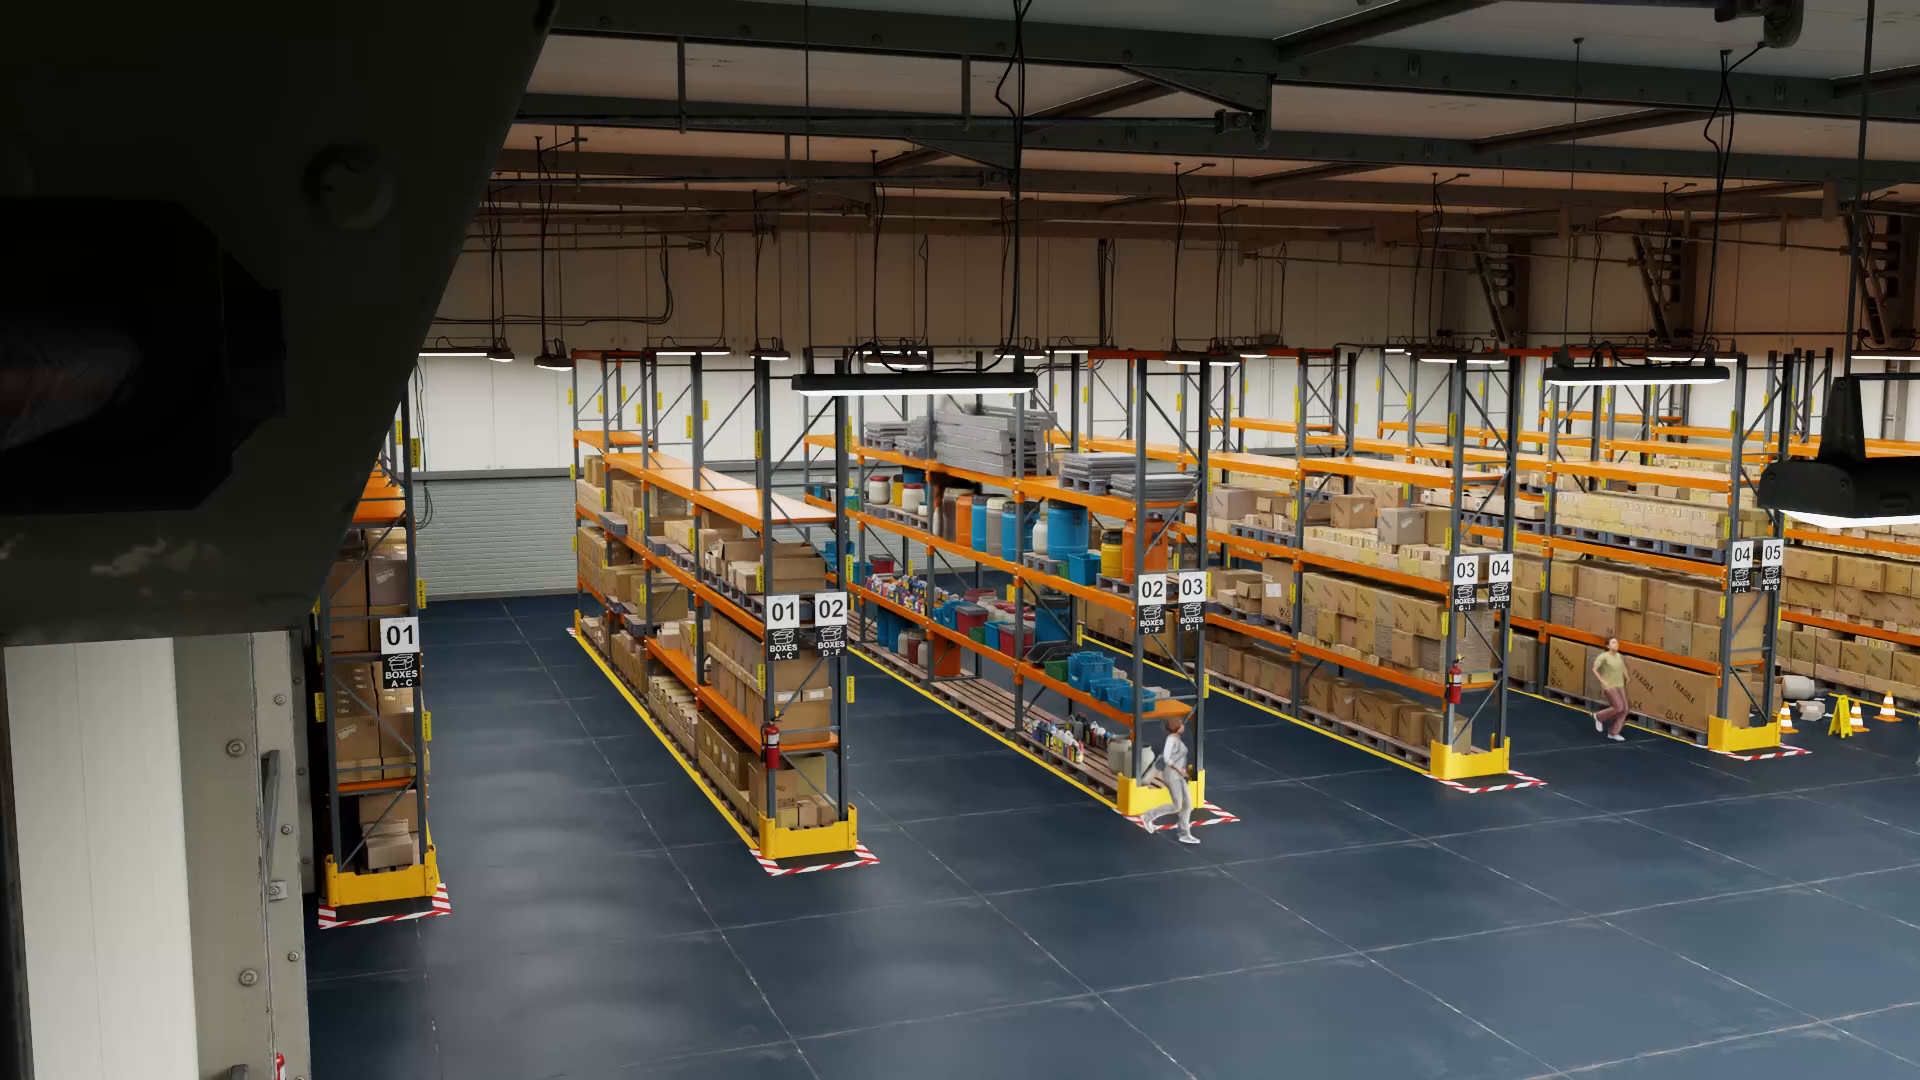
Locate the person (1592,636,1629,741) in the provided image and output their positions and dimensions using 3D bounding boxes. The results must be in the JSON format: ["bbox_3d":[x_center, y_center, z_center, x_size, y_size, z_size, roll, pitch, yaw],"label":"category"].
[{"bbox_3d":[10.259,2.312,26.027,0.605,1.603,0.530,-3,8,-23],"label":"person"}]

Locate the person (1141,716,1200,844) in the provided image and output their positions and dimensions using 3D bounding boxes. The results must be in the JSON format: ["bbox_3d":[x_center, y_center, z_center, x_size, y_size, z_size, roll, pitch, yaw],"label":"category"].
[{"bbox_3d":[2.675,3.024,20.851,0.750,1.456,0.598,2,7,15],"label":"person"}]

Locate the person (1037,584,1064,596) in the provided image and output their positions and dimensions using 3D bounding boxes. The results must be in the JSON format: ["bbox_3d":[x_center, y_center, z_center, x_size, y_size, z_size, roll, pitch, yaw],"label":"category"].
[{"bbox_3d":[1.807,1.454,32.580,0.671,1.783,0.733,-3,8,-23],"label":"person"}]
